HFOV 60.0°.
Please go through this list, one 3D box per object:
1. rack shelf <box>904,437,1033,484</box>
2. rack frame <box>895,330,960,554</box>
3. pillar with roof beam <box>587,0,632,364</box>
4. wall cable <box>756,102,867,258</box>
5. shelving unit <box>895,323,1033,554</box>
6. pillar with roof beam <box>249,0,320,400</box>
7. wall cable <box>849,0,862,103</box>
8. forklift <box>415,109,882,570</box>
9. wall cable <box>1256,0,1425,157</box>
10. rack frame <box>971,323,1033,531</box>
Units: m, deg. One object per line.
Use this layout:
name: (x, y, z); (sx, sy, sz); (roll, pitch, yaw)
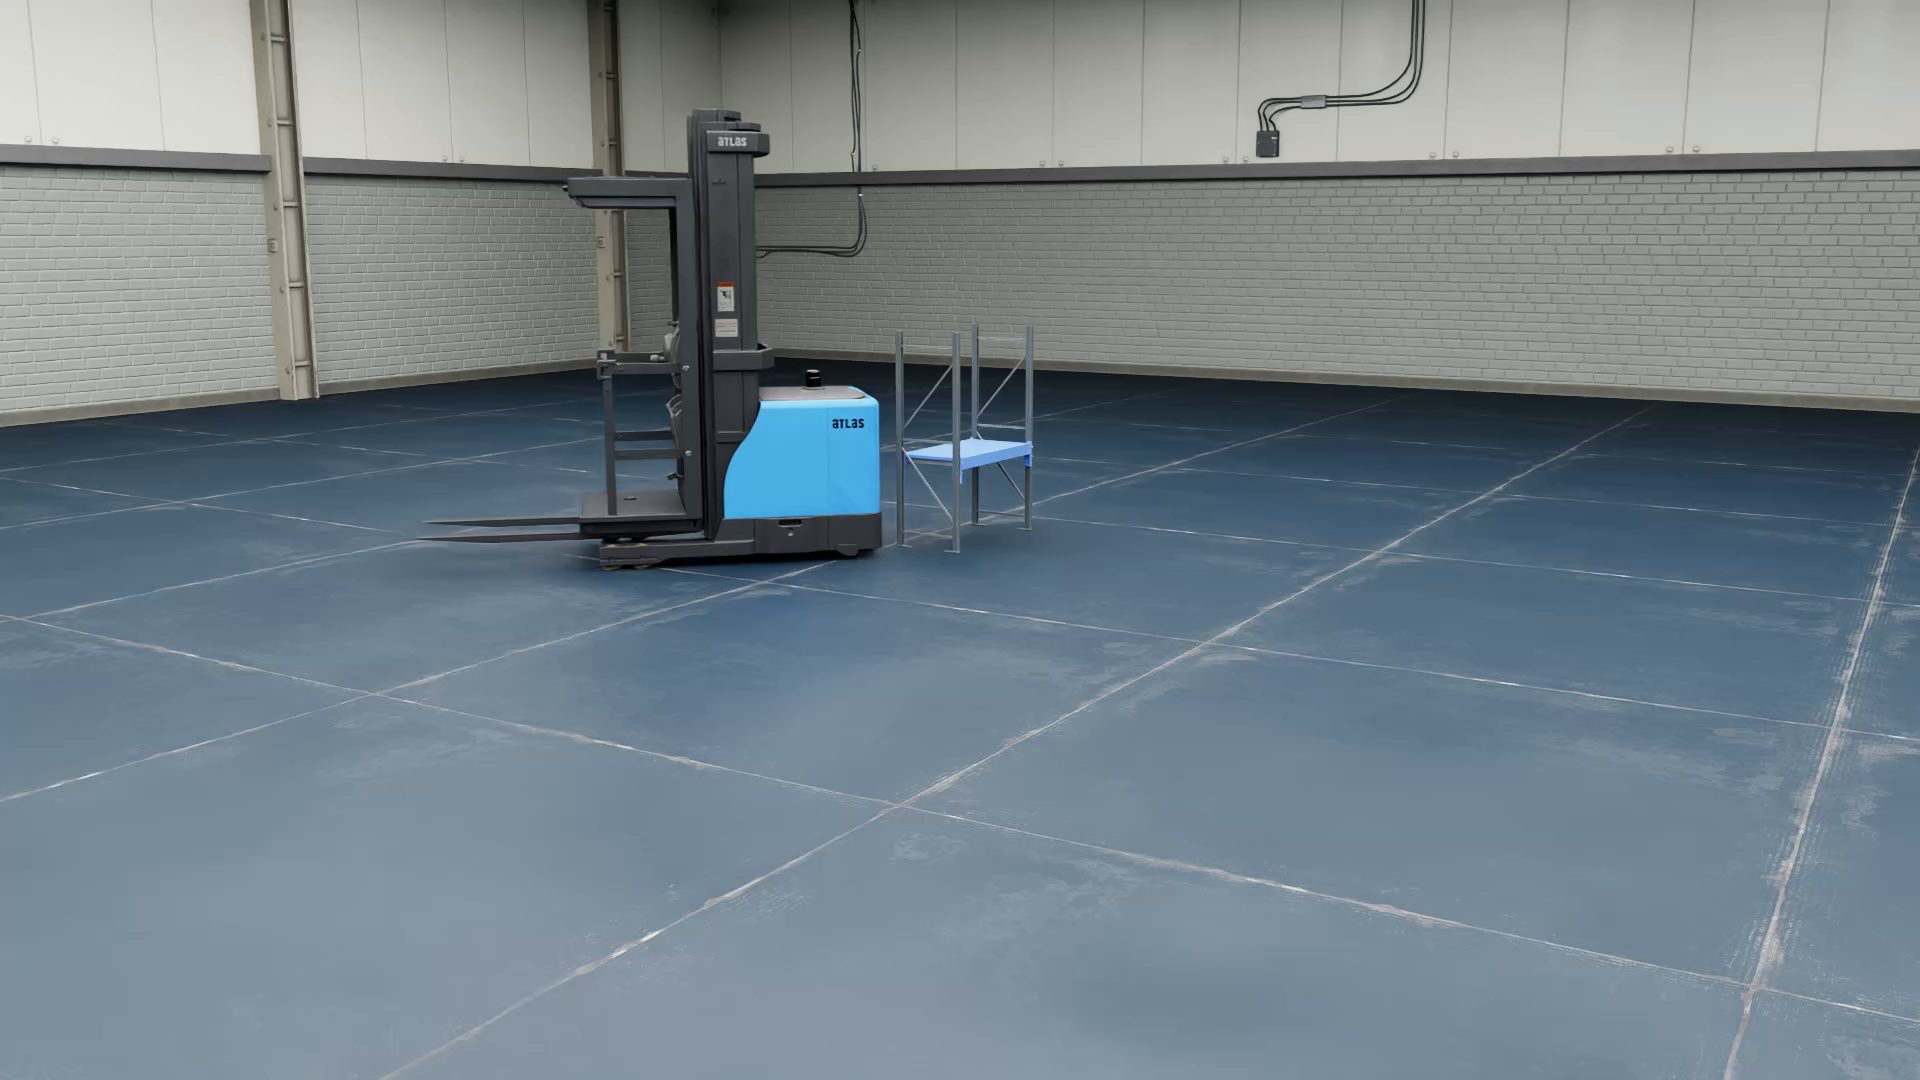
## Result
rack shelf: (0.044, -0.574, 11.835); (0.538, 0.185, 1.000); (6, 12, 31)
rack frame: (-0.220, -0.671, 11.375); (0.500, 1.500, 0.032); (6, 12, 31)
pillar with roof beam: (-1.859, -6.812, 23.799); (9.100, 9.000, 0.400); (6, 12, 31)
wall cable: (-2.879, -6.034, 28.082); (3.097, 2.526, 0.112); (6, 12, 31)
shelving unit: (0.044, -0.751, 11.802); (0.538, 1.500, 1.048); (6, 12, 31)
pillar with roof beam: (-4.974, -5.868, 18.758); (9.100, 9.000, 0.400); (6, 12, 31)
wall cable: (-0.567, -8.258, 26.236); (3.097, 2.526, 0.112); (6, 12, 31)
forklift: (-2.098, -1.349, 11.112); (3.031, 2.935, 1.130); (-2, 11, -12)
wall cable: (5.226, -8.322, 22.625); (2.305, 6.003, 0.169); (6, 12, 31)
rack frame: (0.308, -0.831, 12.229); (0.500, 1.500, 0.032); (6, 12, 31)
